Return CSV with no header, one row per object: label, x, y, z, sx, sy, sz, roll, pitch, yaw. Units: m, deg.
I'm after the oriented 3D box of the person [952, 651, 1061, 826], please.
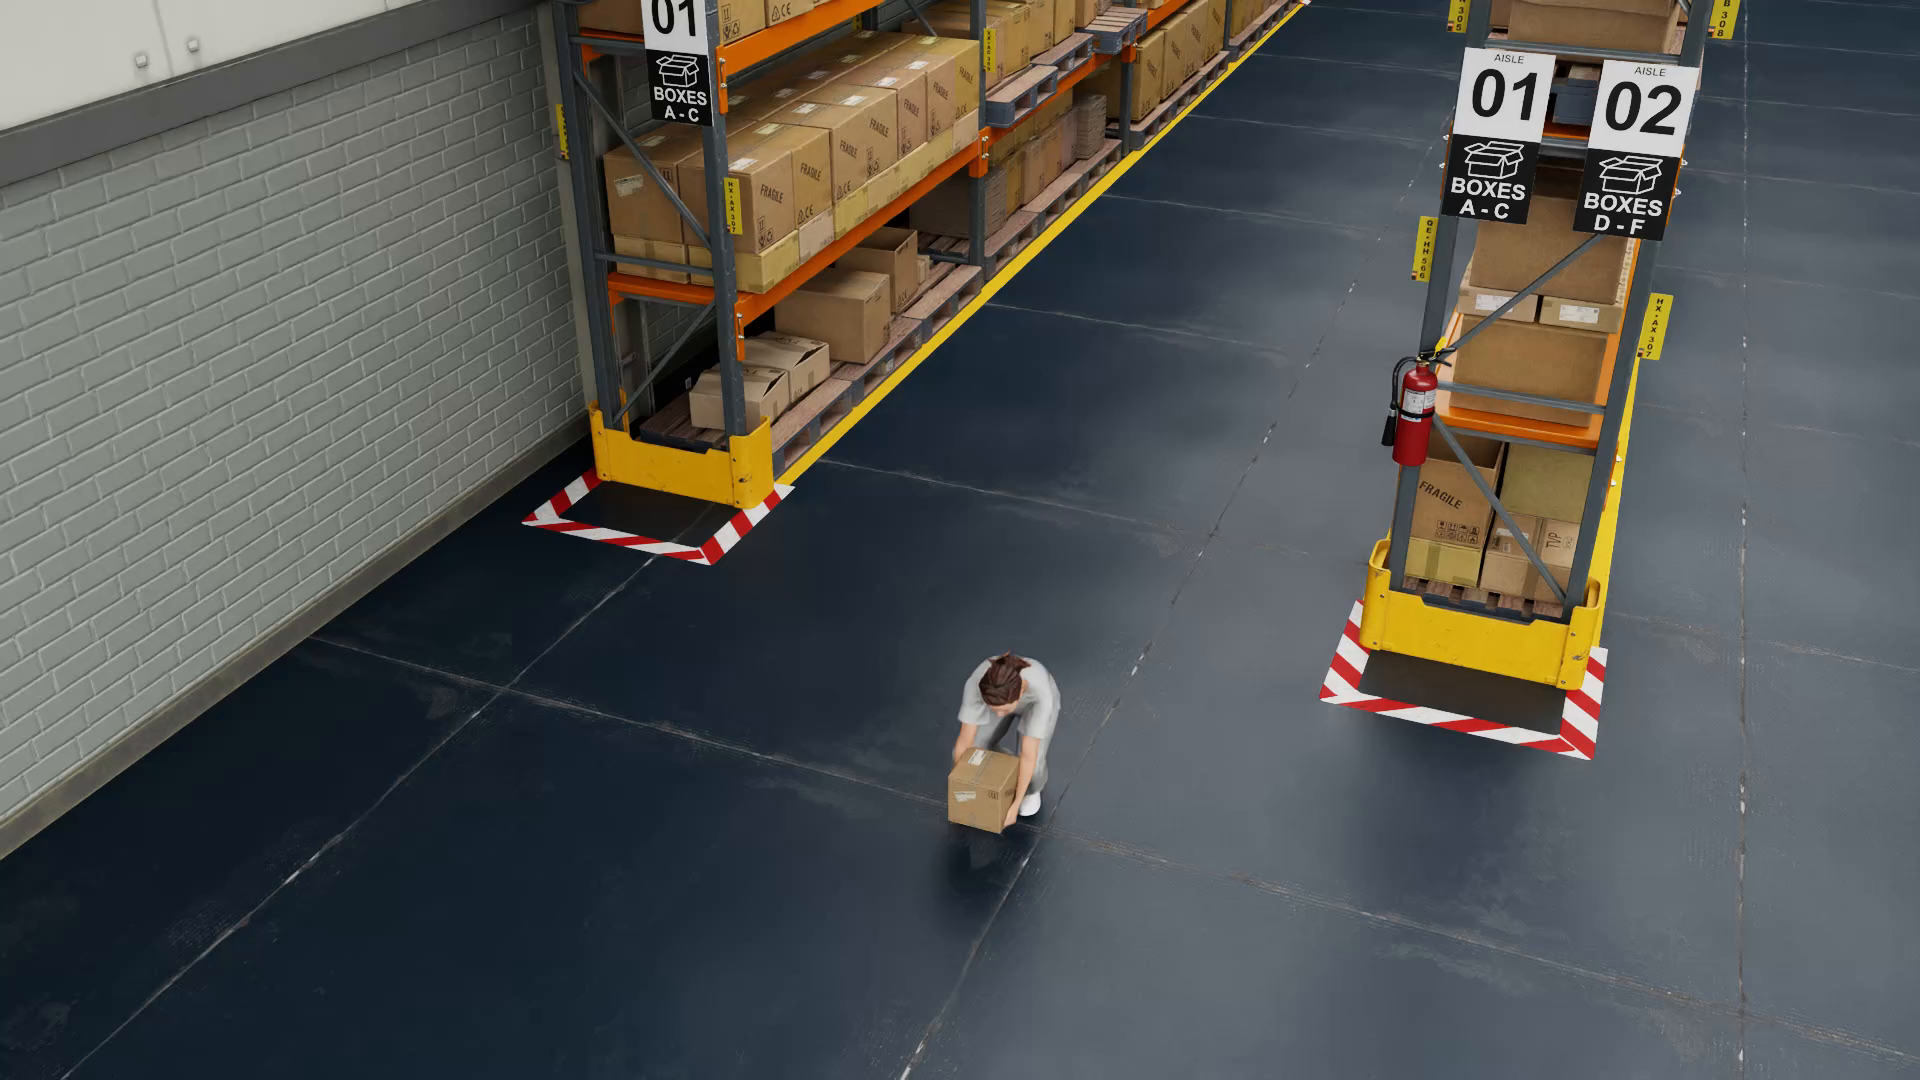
person,0.222,0.847,7.647,0.465,0.955,0.804,11,31,18
